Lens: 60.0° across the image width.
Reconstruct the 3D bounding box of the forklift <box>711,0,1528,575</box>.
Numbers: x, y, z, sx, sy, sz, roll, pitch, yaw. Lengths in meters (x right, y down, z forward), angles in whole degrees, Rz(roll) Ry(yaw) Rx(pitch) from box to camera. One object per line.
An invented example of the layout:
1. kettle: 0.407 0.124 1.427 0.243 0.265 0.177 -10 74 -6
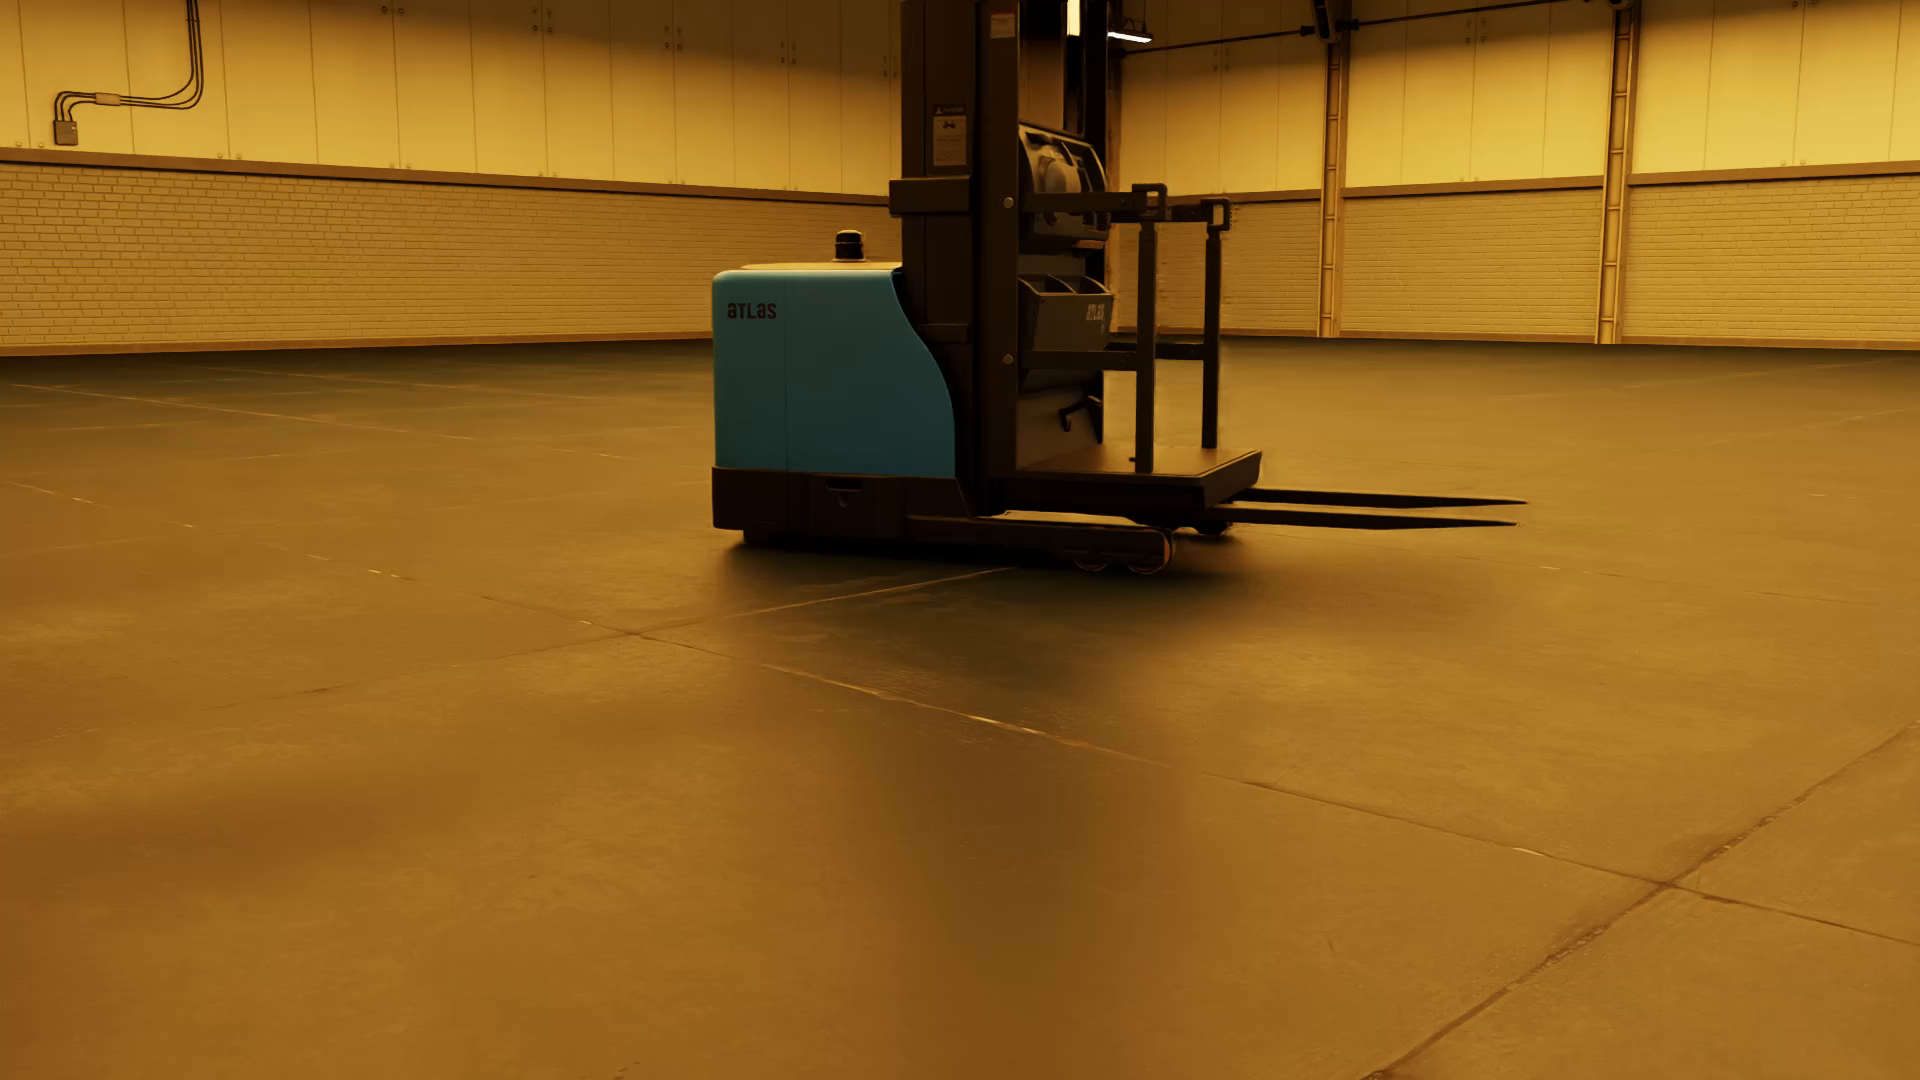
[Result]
1. forklift: 0.588 -1.414 6.266 3.031 2.935 1.130 3 9 22
